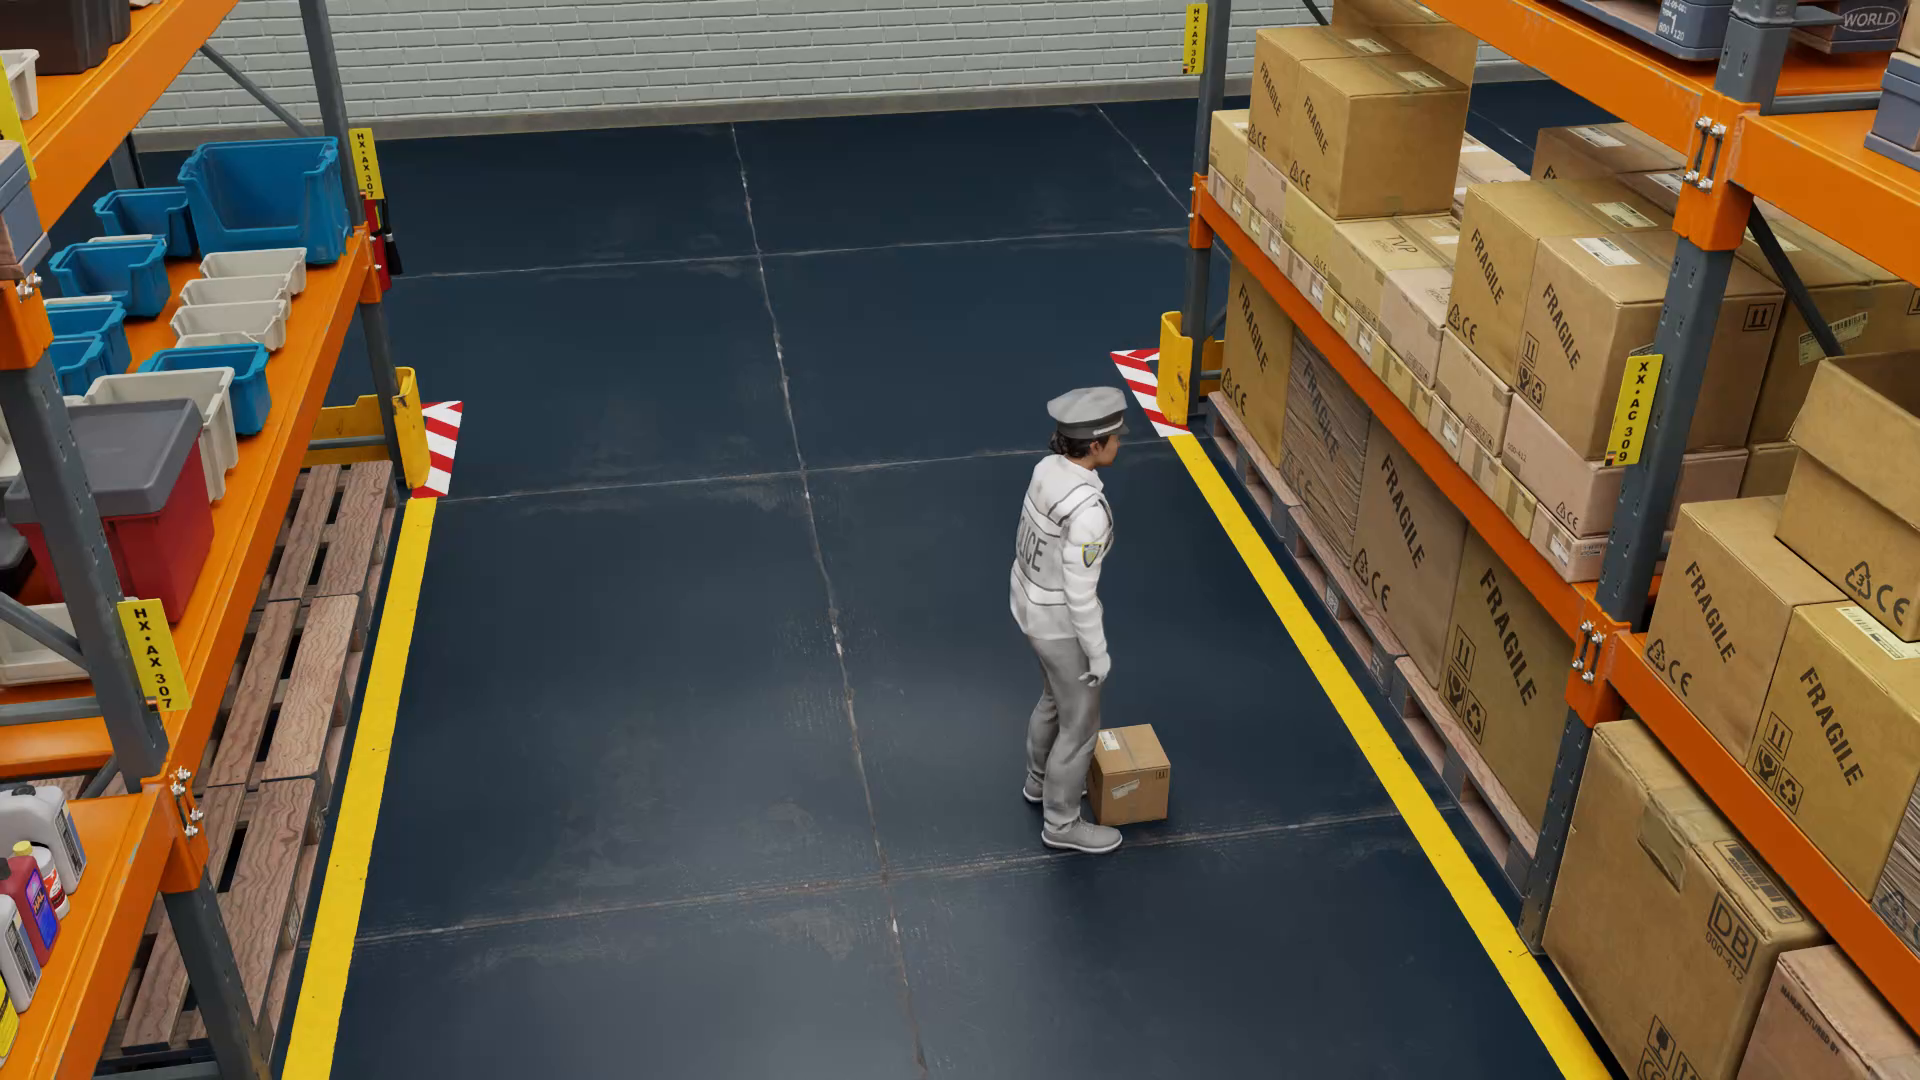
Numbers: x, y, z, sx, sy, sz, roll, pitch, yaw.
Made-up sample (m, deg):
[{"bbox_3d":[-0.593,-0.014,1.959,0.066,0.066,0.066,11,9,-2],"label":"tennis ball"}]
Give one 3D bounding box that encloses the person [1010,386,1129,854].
[{"bbox_3d":[0.368,0.273,5.670,0.371,1.666,0.547,-7,32,-12],"label":"person"}]
